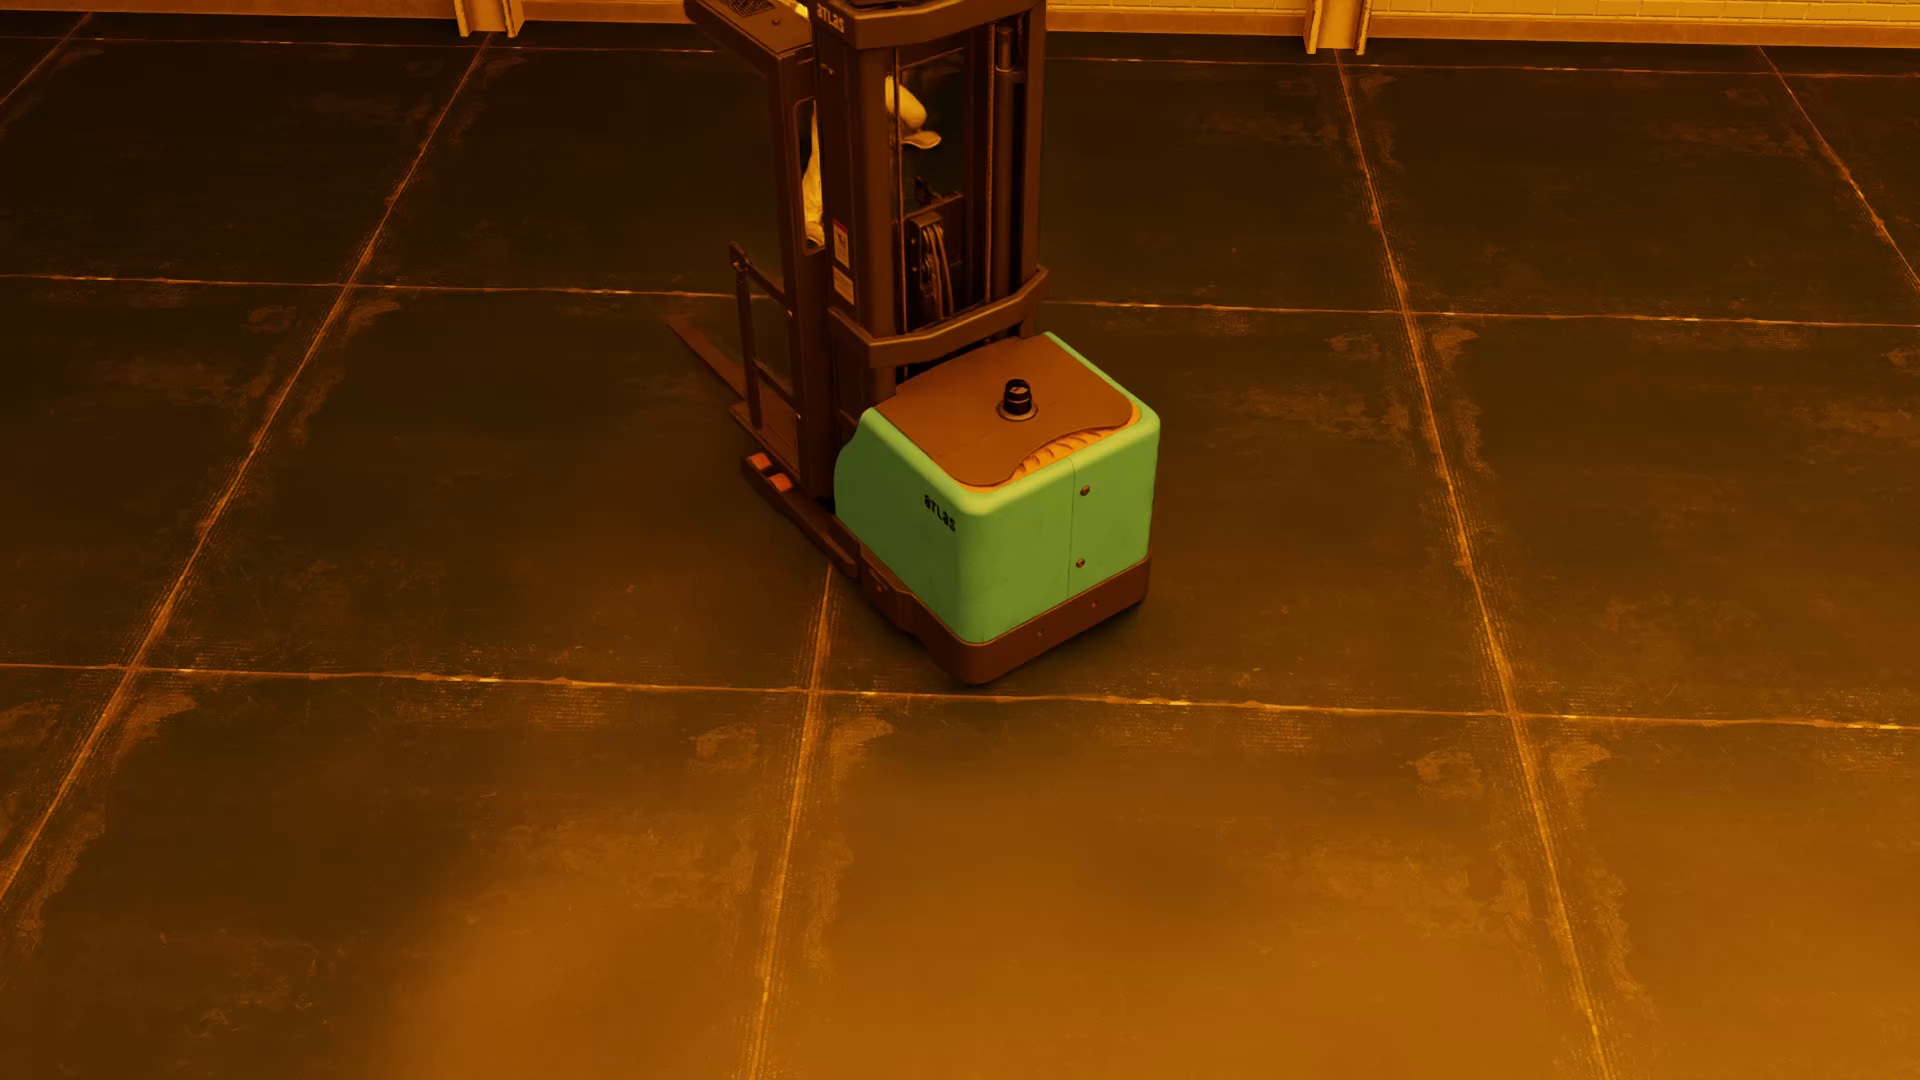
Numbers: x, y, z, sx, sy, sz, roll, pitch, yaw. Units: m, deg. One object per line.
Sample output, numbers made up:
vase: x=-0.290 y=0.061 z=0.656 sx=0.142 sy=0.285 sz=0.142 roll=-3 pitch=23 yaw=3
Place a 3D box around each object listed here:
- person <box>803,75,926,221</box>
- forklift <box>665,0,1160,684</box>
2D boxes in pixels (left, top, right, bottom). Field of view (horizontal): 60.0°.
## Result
person: x=2239.589 y=-33682.801 z=36903.369 sx=60785.629 sy=2.680 sz=79419.096 roll=-25 pitch=48 yaw=-25
forklift: x=-0.420 y=-1.415 z=7.292 sx=1.130 sy=2.935 sz=3.031 roll=-26 pitch=48 yaw=-26
